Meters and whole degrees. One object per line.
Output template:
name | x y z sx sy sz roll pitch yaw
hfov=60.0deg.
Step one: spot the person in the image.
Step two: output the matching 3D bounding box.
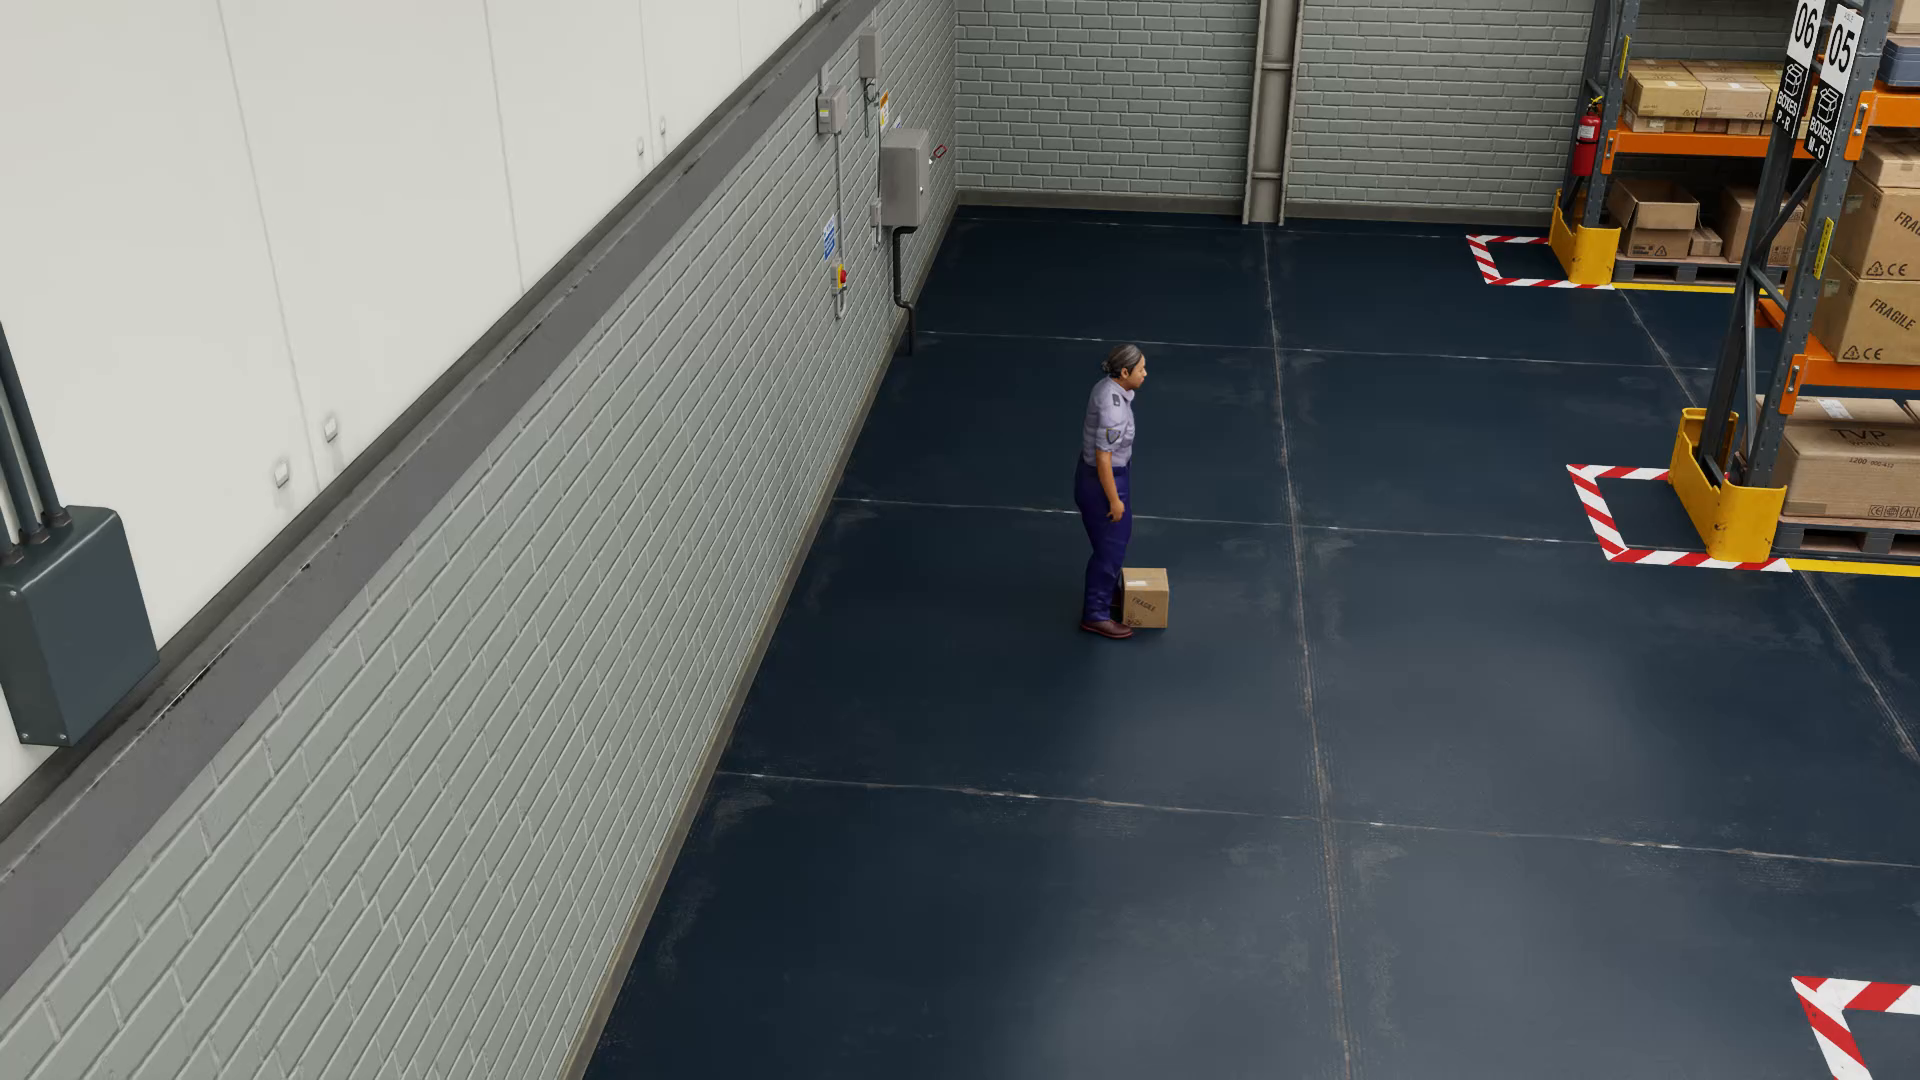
person | 0.841 -0.293 9.185 0.416 1.638 0.555 3 29 5
